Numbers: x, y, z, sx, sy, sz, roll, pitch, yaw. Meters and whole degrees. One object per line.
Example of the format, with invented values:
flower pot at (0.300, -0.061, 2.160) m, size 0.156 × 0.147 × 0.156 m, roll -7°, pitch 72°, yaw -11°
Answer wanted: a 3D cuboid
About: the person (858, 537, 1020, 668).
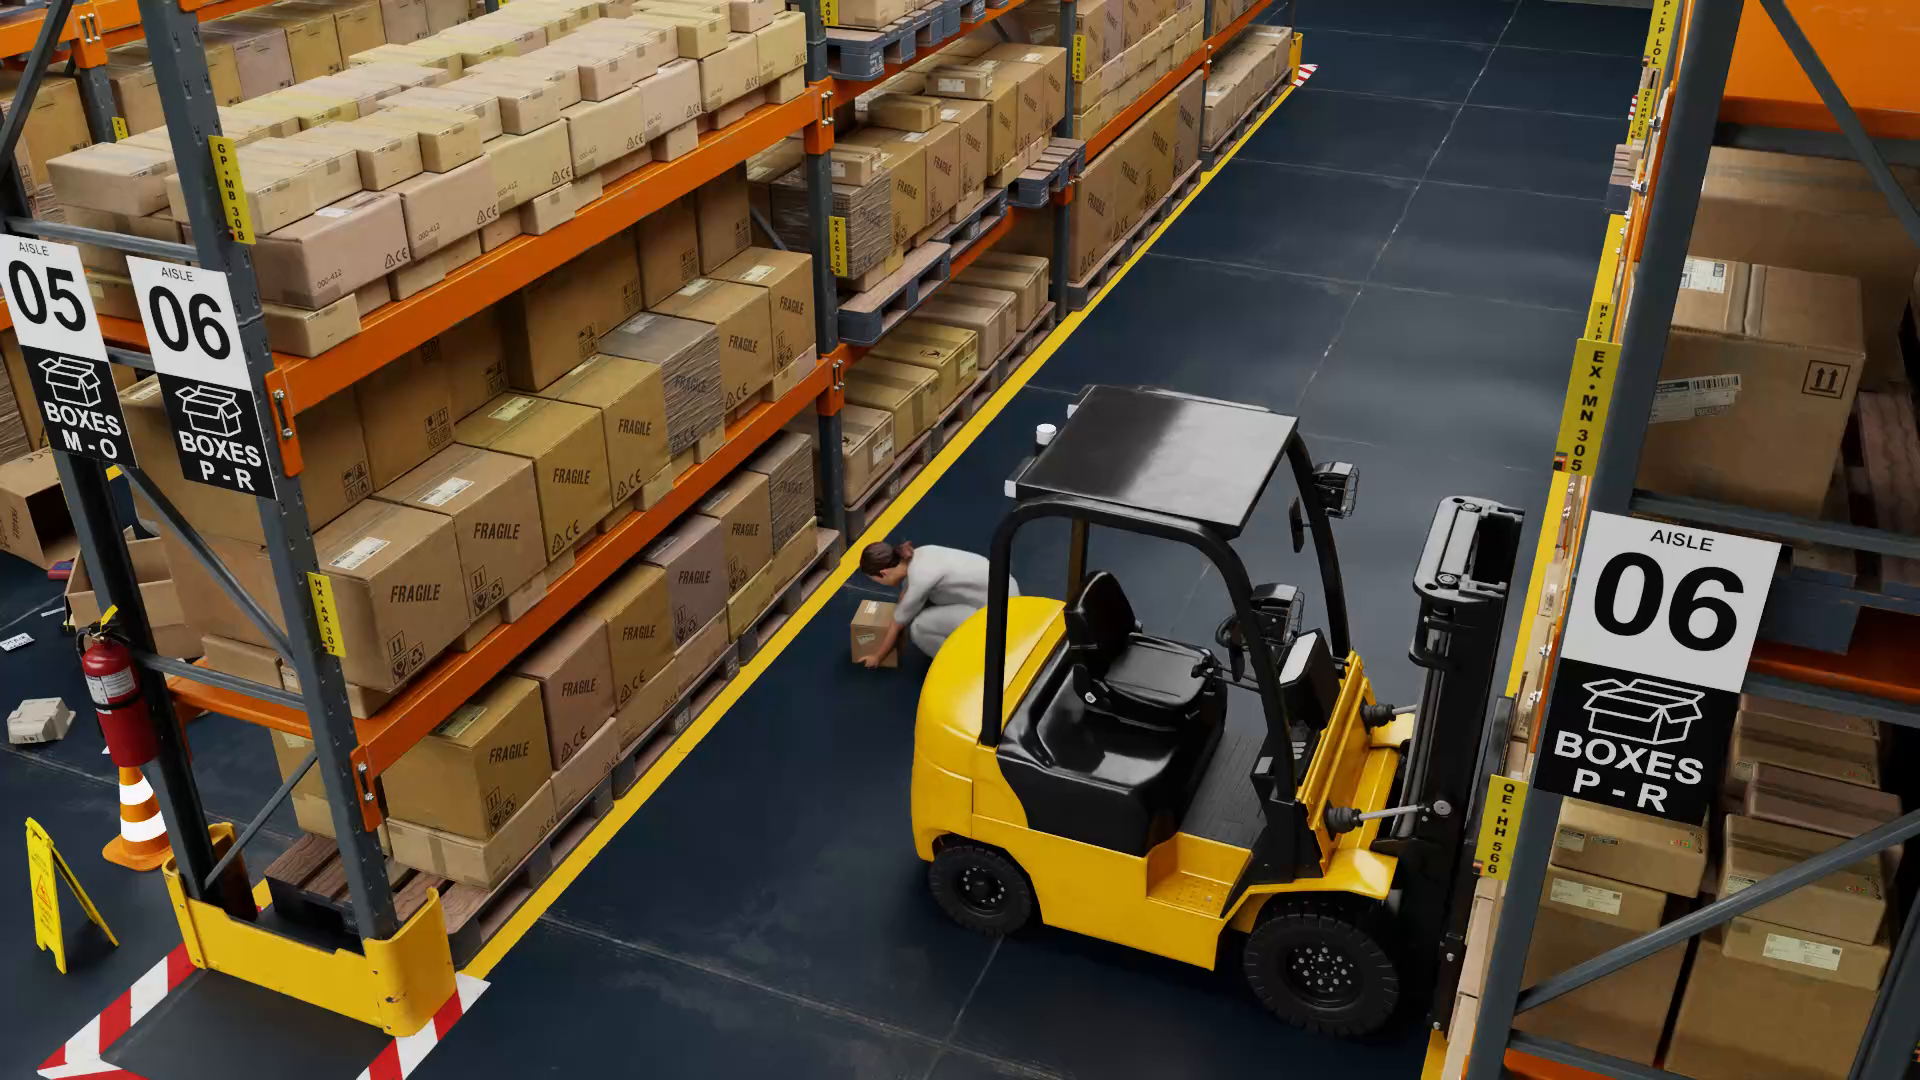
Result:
person at (-0.110, 0.363, 8.776) m, size 0.849 × 0.811 × 0.469 m, roll 5°, pitch 30°, yaw 8°
